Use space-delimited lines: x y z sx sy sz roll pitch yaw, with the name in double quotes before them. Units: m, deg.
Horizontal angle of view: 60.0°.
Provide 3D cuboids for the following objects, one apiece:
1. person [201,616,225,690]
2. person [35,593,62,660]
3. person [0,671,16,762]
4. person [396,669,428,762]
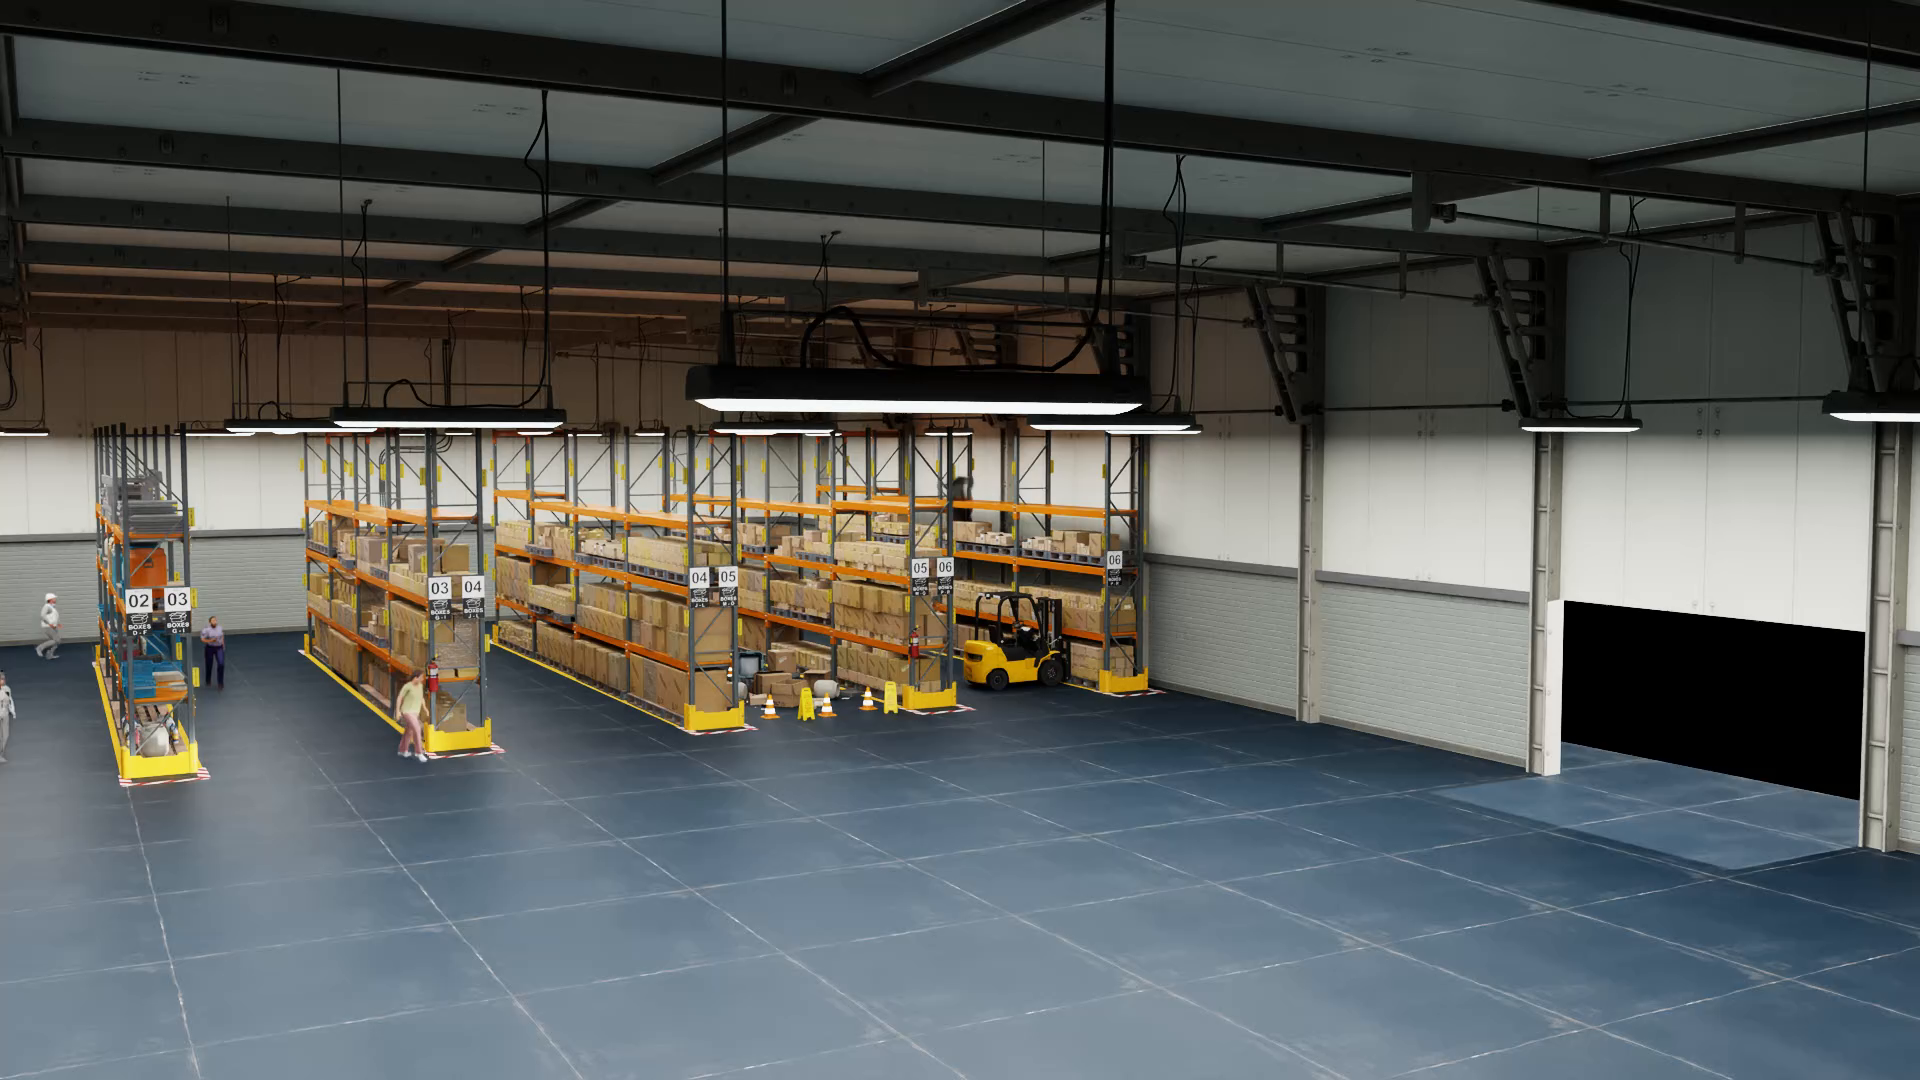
"person" -17.158 2.545 38.209 0.553 1.622 0.826 -2 4 -35
"person" -23.752 2.253 43.350 0.569 1.724 0.664 -1 4 -16
"person" -17.135 3.128 29.545 0.588 1.629 0.615 2 4 34
"person" -9.798 3.103 29.617 0.731 1.657 0.552 2 4 26
